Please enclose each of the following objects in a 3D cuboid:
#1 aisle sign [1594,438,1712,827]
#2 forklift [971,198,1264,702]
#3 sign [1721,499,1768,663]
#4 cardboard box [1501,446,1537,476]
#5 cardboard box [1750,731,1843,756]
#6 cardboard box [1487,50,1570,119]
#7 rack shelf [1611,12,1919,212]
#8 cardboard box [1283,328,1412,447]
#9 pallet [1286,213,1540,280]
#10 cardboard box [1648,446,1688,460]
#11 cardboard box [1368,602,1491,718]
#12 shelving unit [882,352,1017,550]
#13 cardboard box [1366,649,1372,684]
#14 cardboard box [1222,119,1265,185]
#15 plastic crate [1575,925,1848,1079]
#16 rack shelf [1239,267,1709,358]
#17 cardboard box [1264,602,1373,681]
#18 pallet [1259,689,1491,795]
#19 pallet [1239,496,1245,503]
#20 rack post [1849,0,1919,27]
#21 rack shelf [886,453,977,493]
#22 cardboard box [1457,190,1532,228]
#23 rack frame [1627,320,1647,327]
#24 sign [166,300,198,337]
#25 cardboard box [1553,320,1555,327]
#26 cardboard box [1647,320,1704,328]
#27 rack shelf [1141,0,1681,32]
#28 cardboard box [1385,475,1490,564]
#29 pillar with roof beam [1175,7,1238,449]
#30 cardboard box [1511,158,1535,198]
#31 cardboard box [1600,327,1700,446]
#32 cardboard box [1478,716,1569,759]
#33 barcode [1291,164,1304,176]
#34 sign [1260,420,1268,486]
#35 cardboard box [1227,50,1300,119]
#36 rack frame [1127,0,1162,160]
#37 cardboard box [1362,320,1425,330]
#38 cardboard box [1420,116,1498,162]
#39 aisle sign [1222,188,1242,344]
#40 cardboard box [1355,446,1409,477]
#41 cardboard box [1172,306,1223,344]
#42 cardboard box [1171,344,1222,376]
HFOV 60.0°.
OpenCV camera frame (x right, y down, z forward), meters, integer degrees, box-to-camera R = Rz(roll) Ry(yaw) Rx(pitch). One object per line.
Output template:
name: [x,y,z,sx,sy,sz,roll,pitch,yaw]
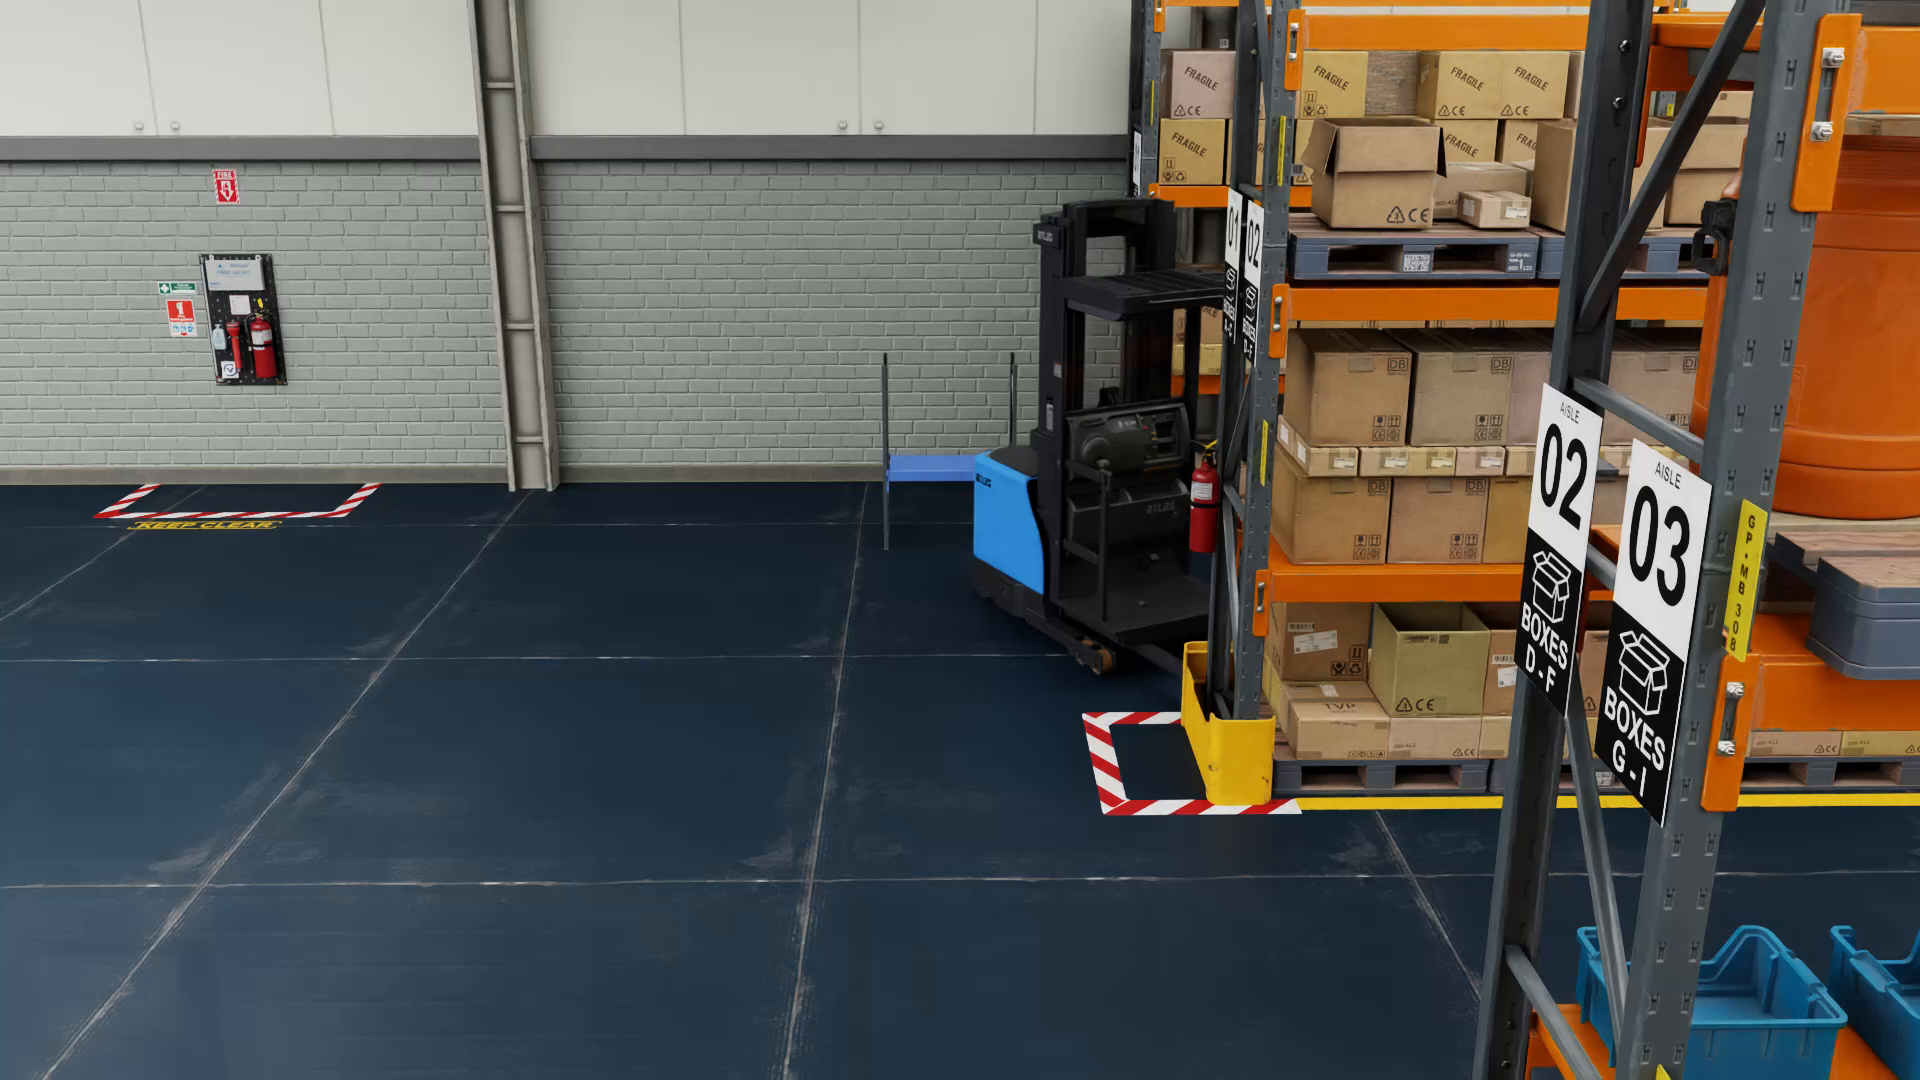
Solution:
aisle sign: [1.552,0.202,3.752,0.004,0.787,0.394,0,18,-1]
forklift: [1.226,-0.676,10.857,1.130,2.935,3.031,-9,20,-27]
sign: [1.624,0.085,3.446,0.005,0.325,0.100,0,18,-1]
cardboard box: [2.973,-0.461,8.849,0.250,0.149,0.380,-1,18,-3]
cardboard box: [4.584,0.995,9.348,0.500,0.250,0.500,0,18,-1]
cardboard box: [4.415,-3.566,13.009,0.500,0.500,0.500,1,18,2]
rack shelf: [3.619,-0.984,3.714,4.000,0.370,1.077,0,18,-1]
cardboard box: [2.065,-0.827,8.928,0.500,0.500,0.700,0,18,-1]
pallet: [2.253,-1.545,8.687,1.213,0.211,1.003,0,18,-1]
cardboard box: [3.741,-0.464,8.859,0.250,0.149,0.380,0,18,1]
cardboard box: [2.585,0.651,9.192,0.500,0.500,0.500,0,18,-1]
shelving unit: [-0.085,-0.714,13.317,1.048,1.500,0.538,0,18,-1]
cardboard box: [2.577,0.847,9.810,0.500,0.250,0.500,0,18,-1]
cardboard box: [2.339,-3.078,13.126,0.500,0.500,0.500,1,18,3]
plastic crate: [2.115,1.327,4.745,0.616,0.251,0.499,0,18,-1]
rack shelf: [3.545,-1.259,8.827,4.000,0.370,1.077,0,18,-1]
cardboard box: [2.077,0.496,9.678,0.500,0.500,0.500,0,18,-1]
pallet: [2.309,1.148,9.623,1.213,0.211,1.003,0,18,-1]
pallet: [2.352,-0.342,14.267,1.213,0.211,1.003,0,18,-1]
rack post: [2.378,-1.234,3.480,0.954,0.300,0.937,2,18,5]
rack shelf: [-0.085,-0.542,13.372,1.000,0.185,0.538,0,18,-1]
cardboard box: [2.724,-1.690,8.490,0.250,0.149,0.380,0,18,-1]
rack frame: [5.463,-1.695,13.922,0.127,3.000,1.000,0,18,-1]
sign: [-6.876,-1.960,14.689,0.234,0.329,0.001,0,18,-1]
cardboard box: [4.995,-1.894,13.526,0.500,0.500,0.500,0,18,-1]
cardboard box: [5.972,-1.945,13.815,0.500,0.500,0.700,0,18,-1]
rack shelf: [3.463,-4.198,13.086,4.000,0.370,1.077,0,18,-1]
cardboard box: [2.537,-0.213,9.138,0.500,0.500,0.700,0,18,1]
pillar with roof beam: [2.218,-3.485,9.681,0.400,9.000,9.100,0,18,-1]
cardboard box: [3.248,-1.904,8.892,0.500,0.311,0.500,2,18,6]
cardboard box: [3.596,-0.836,8.957,0.500,0.500,0.700,0,18,-1]
cardboard box: [3.085,1.006,9.316,0.500,0.250,0.500,0,18,-1]
barcode: [1.839,-2.017,9.062,0.075,0.075,0.001,0,18,-1]
sign: [1.548,-0.444,8.473,0.005,0.325,0.100,0,18,-1]
cardboard box: [2.355,-3.552,12.967,0.500,0.500,0.500,0,18,-1]
rack frame: [1.463,-4.533,12.945,0.127,3.000,1.000,0,18,-1]
cardboard box: [3.472,-1.888,13.507,0.500,0.500,0.500,0,18,1]
cardboard box: [3.902,-3.090,13.163,0.500,0.500,0.500,-1,18,-3]
aisle sign: [1.475,-1.490,9.027,0.004,0.787,0.394,0,18,-1]
cardboard box: [2.205,-0.458,8.839,0.250,0.149,0.380,-1,18,-2]
cardboard box: [1.945,-1.882,13.488,0.500,0.500,0.500,0,18,-1]
cardboard box: [1.956,-1.520,13.587,0.500,0.250,0.500,-1,18,-2]
